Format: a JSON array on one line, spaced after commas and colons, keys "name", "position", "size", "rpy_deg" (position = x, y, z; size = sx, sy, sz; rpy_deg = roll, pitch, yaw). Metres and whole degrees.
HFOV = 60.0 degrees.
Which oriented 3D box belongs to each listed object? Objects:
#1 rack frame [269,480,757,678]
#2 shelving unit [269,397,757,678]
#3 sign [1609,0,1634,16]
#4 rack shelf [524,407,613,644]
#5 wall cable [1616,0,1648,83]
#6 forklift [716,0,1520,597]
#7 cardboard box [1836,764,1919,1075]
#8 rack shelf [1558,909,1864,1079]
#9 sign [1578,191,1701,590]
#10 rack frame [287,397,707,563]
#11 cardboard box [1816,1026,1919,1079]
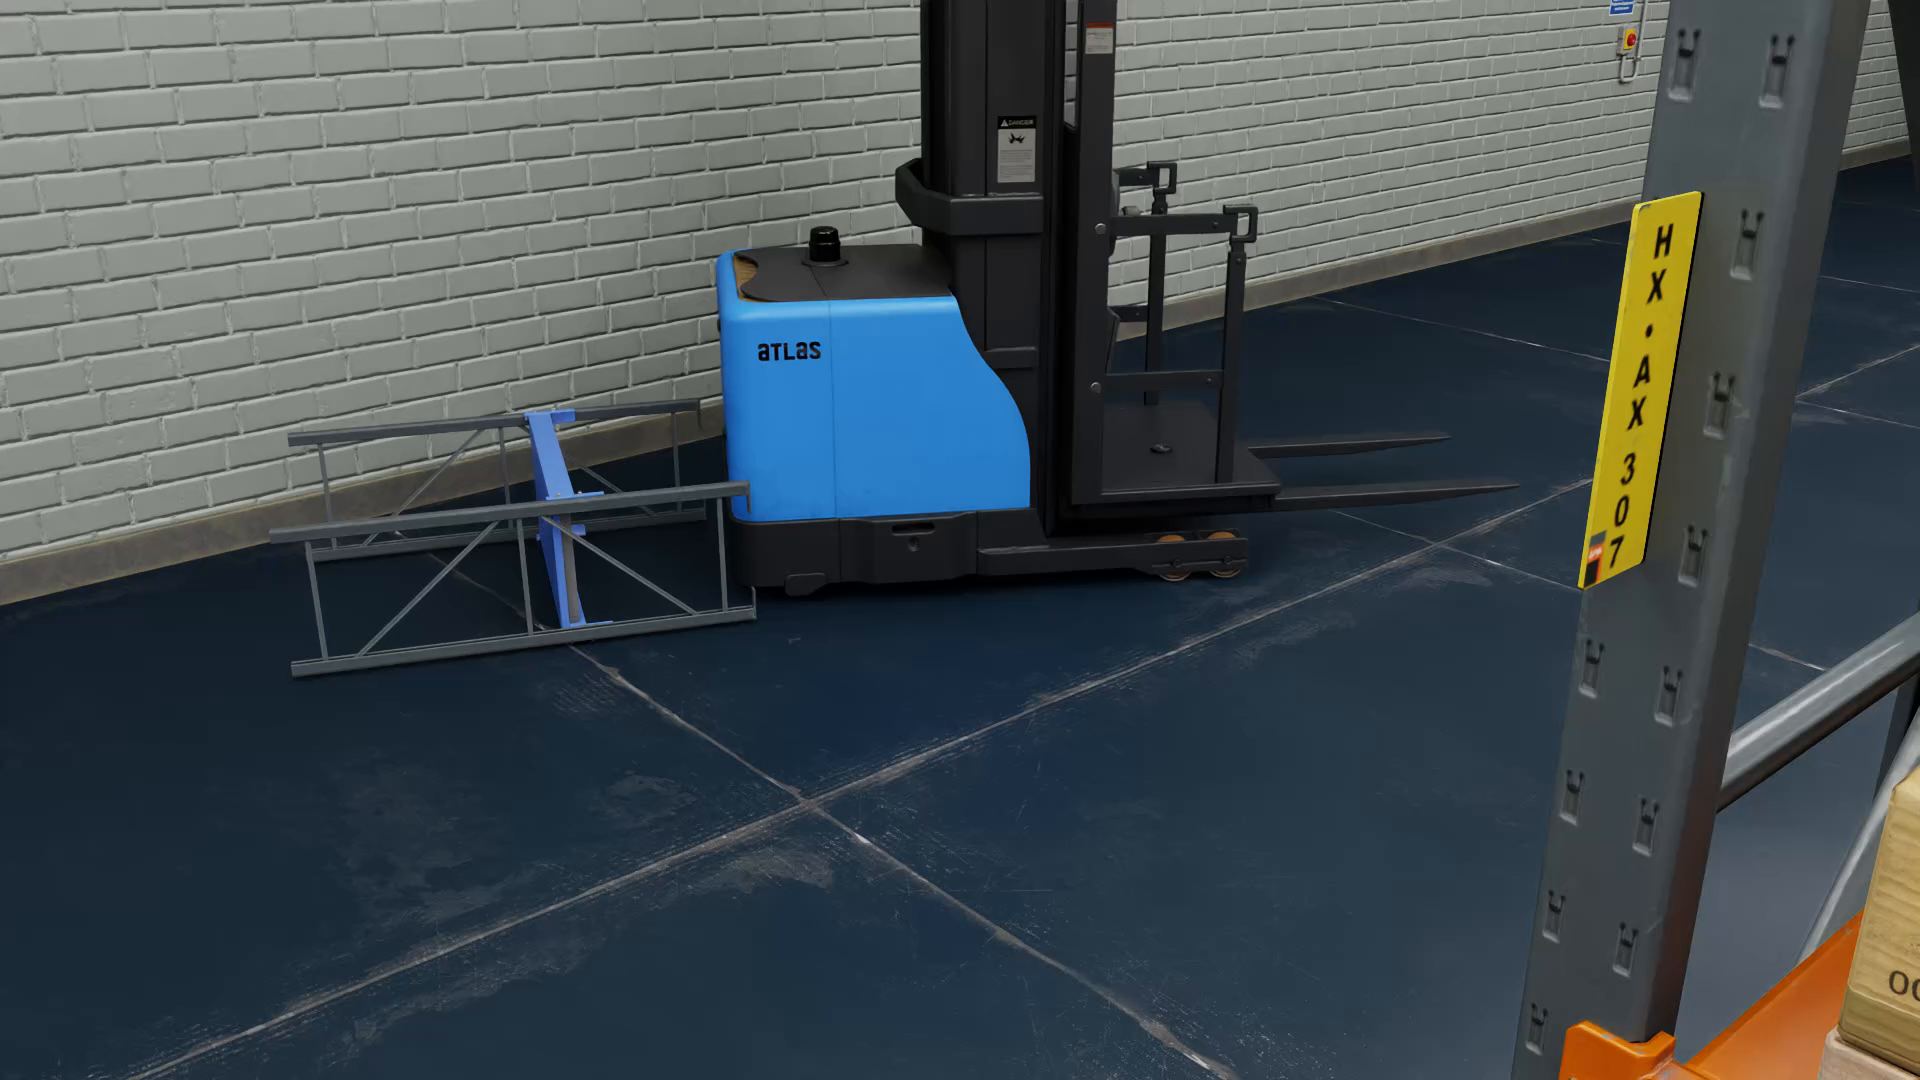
[{"name": "rack frame", "position": [-1.420, 0.119, 5.443], "size": [1.500, 0.500, 0.032], "rpy_deg": [-7, 22, -16]}, {"name": "shelving unit", "position": [-1.575, -0.058, 5.894], "size": [1.500, 0.538, 1.048], "rpy_deg": [-7, 22, -16]}, {"name": "sign", "position": [4.722, -3.854, 11.840], "size": [0.327, 0.218, 0.001], "rpy_deg": [-17, 27, -37]}, {"name": "rack shelf", "position": [-1.403, -0.078, 5.945], "size": [0.185, 0.538, 1.000], "rpy_deg": [-7, 22, -16]}, {"name": "wall cable", "position": [4.798, -4.210, 11.685], "size": [0.585, 1.953, 0.123], "rpy_deg": [-17, 27, -37]}, {"name": "forklift", "position": [0.615, -1.401, 6.042], "size": [3.031, 2.935, 1.130], "rpy_deg": [-3, 22, -9]}, {"name": "cardboard box", "position": [1.098, 0.317, 1.360], "size": [0.500, 0.250, 0.500], "rpy_deg": [-18, 28, -39]}, {"name": "rack shelf", "position": [2.294, 1.076, 0.610], "size": [1.077, 0.370, 4.000], "rpy_deg": [-17, 27, -37]}, {"name": "sign", "position": [0.564, -0.121, 1.384], "size": [0.100, 0.325, 0.005], "rpy_deg": [-17, 27, -37]}, {"name": "rack frame", "position": [-1.729, -0.235, 6.345], "size": [1.500, 0.500, 0.032], "rpy_deg": [-7, 22, -16]}, {"name": "cardboard box", "position": [0.971, 0.482, 1.484], "size": [0.380, 0.149, 0.250], "rpy_deg": [-17, 27, -37]}]
